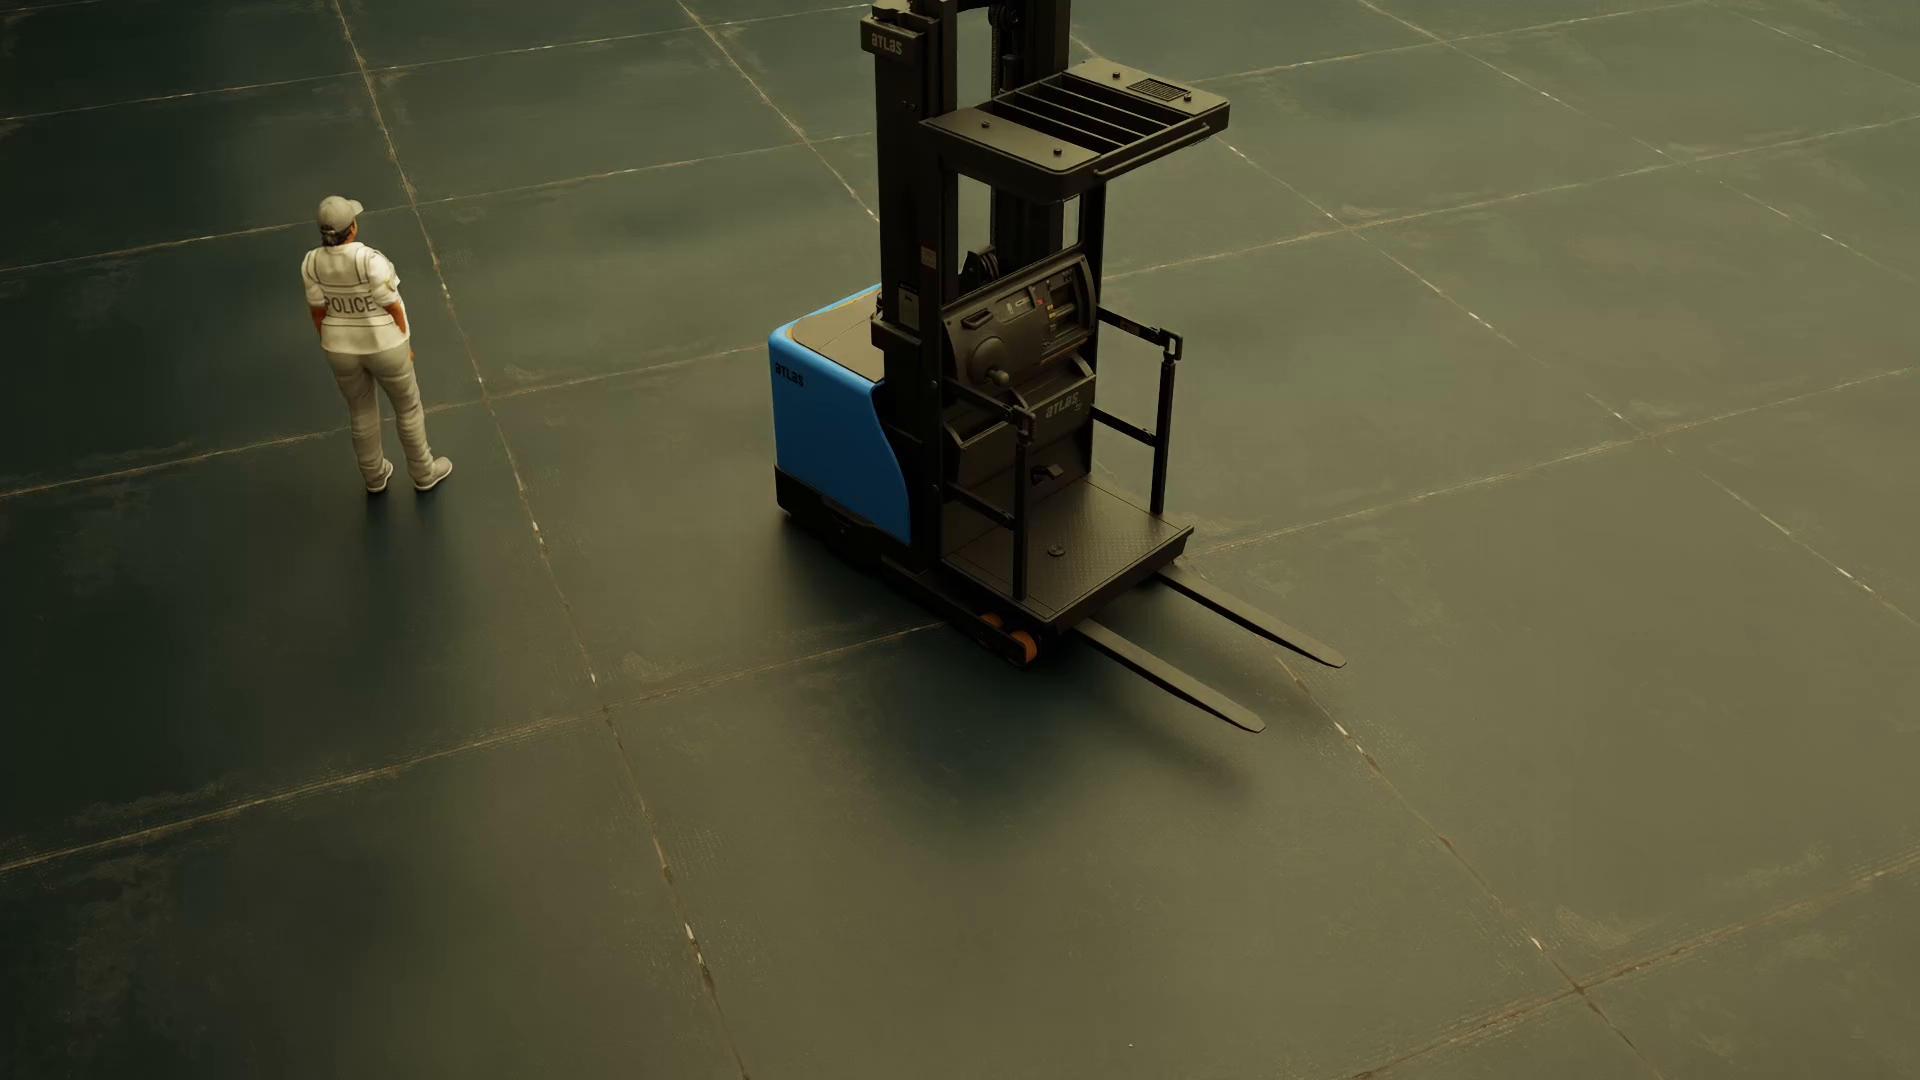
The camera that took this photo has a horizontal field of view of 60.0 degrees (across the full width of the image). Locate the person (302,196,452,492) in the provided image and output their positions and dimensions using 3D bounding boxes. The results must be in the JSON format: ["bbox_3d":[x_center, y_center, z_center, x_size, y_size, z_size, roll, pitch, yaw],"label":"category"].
[{"bbox_3d":[-3.043,-0.995,8.598,0.484,1.668,0.394,0,35,1],"label":"person"}]

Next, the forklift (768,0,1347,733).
[{"bbox_3d":[0.432,-0.946,7.429,3.031,2.935,1.130,30,45,35],"label":"forklift"}]
